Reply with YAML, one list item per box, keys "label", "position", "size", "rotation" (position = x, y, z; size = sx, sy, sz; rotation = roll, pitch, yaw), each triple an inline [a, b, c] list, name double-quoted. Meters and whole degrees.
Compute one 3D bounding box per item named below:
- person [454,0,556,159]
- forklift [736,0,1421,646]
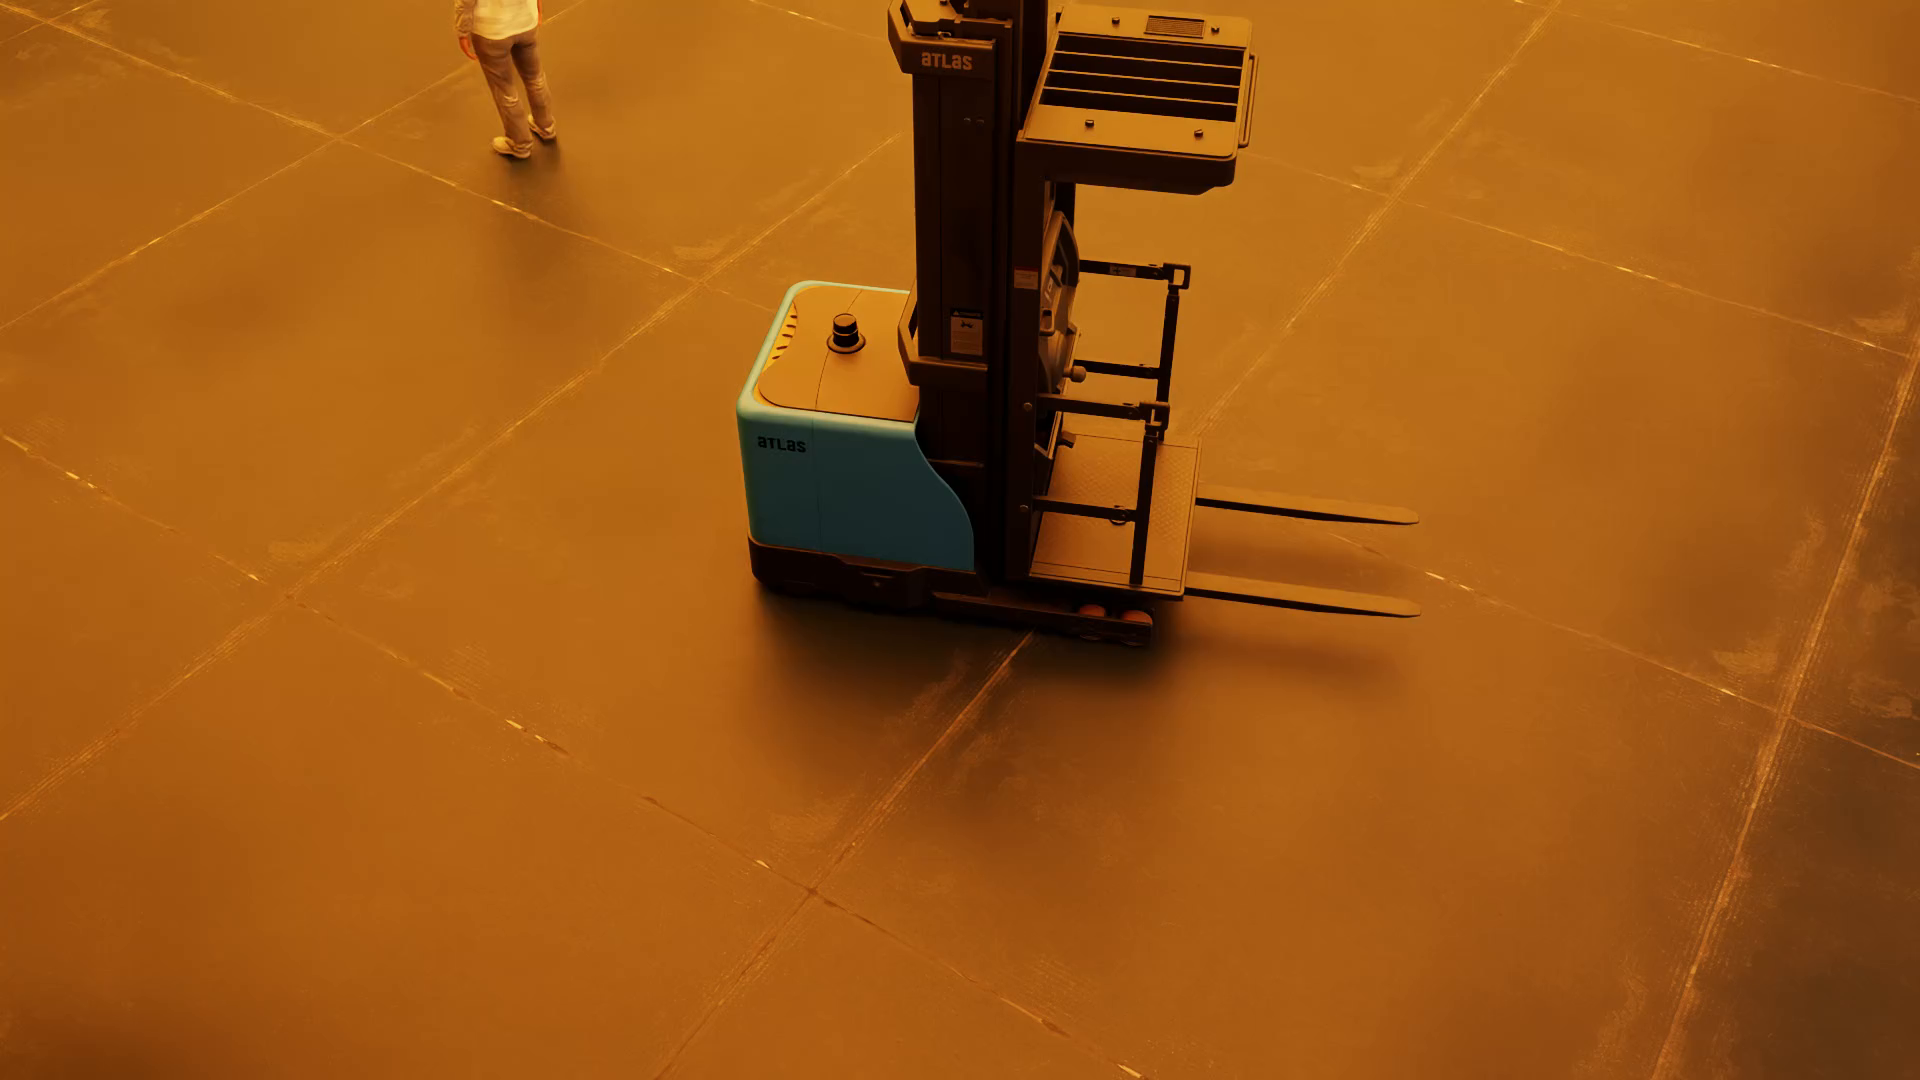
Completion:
- label: "person"
  position: [-2.780, -3.126, 9.982]
  size: [0.546, 1.780, 0.621]
  rotation: [34, 53, 31]
- label: "forklift"
  position: [0.598, -0.987, 6.890]
  size: [3.031, 2.935, 1.130]
  rotation: [7, 44, 8]
